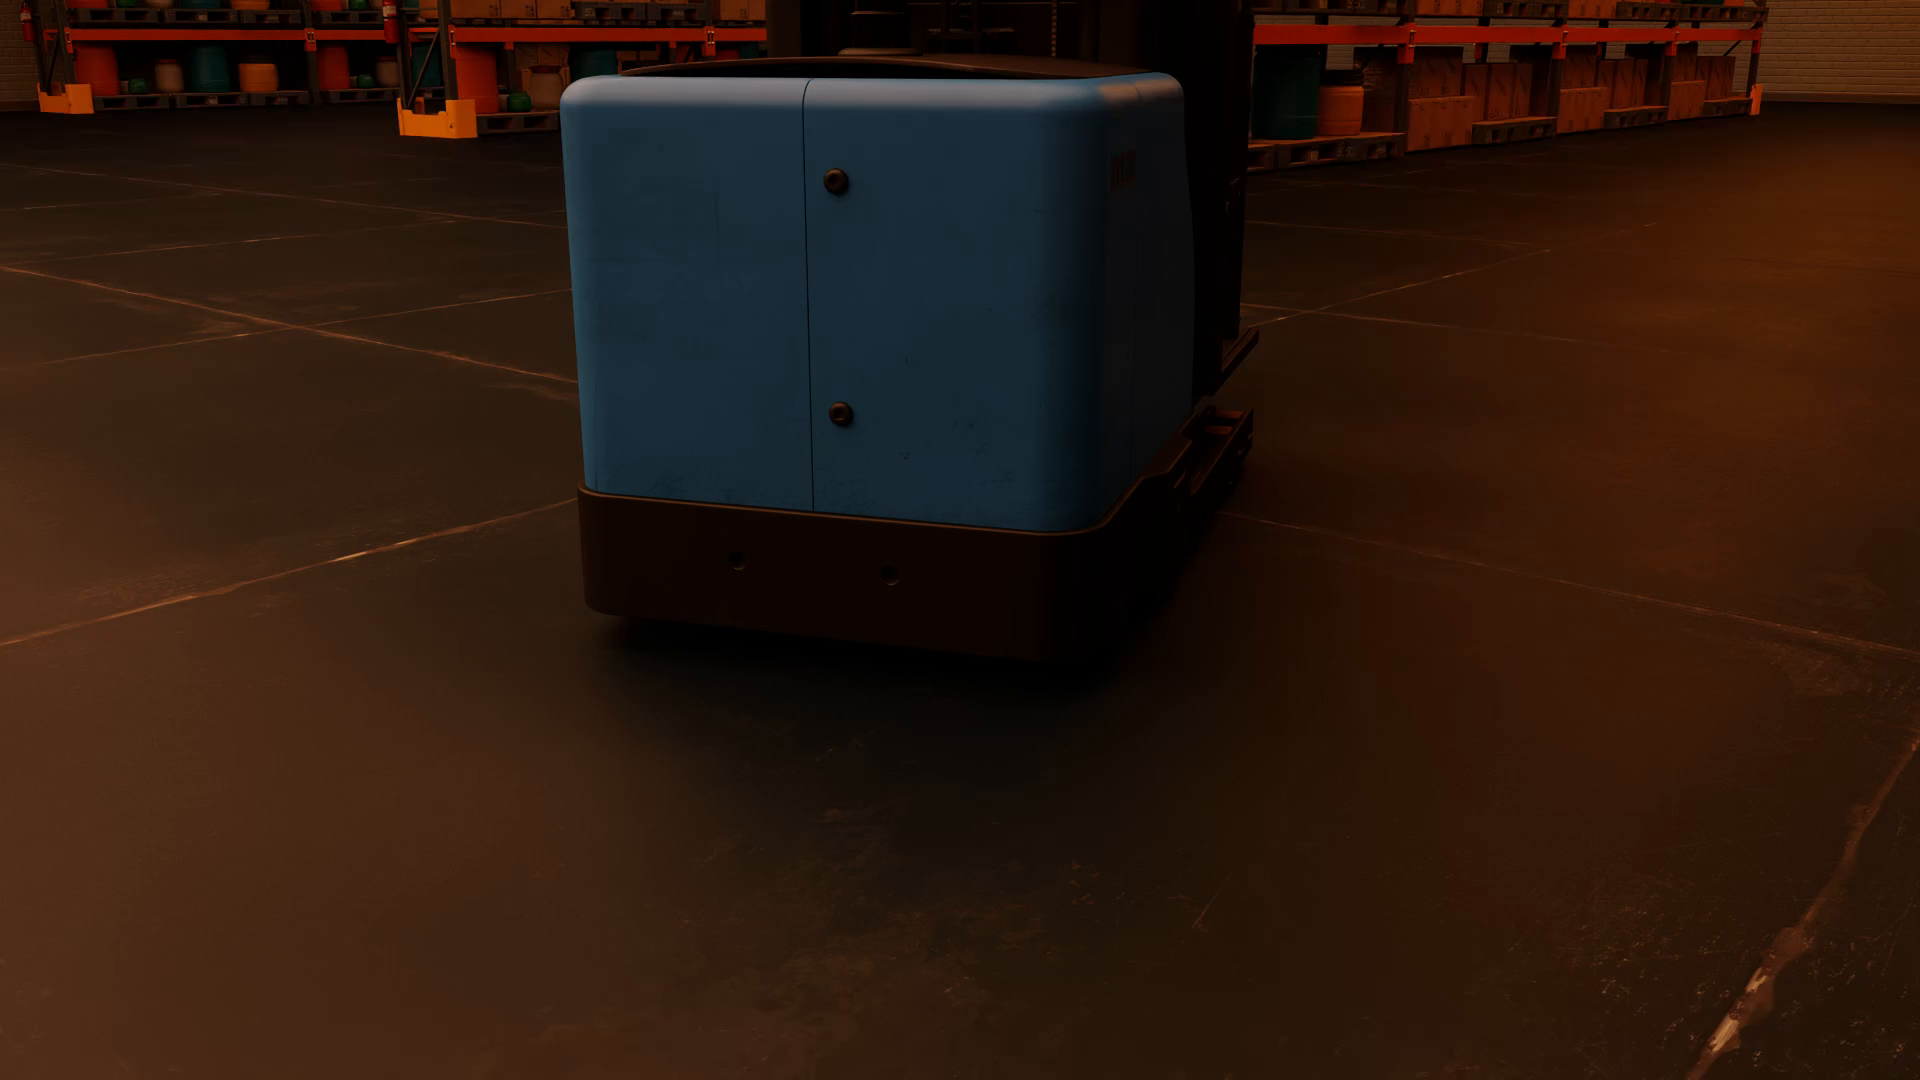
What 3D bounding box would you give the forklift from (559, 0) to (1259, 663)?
[{"bbox_3d":[0.182,-1.571,4.072,1.130,2.935,3.031,5,18,17],"label":"forklift"}]
